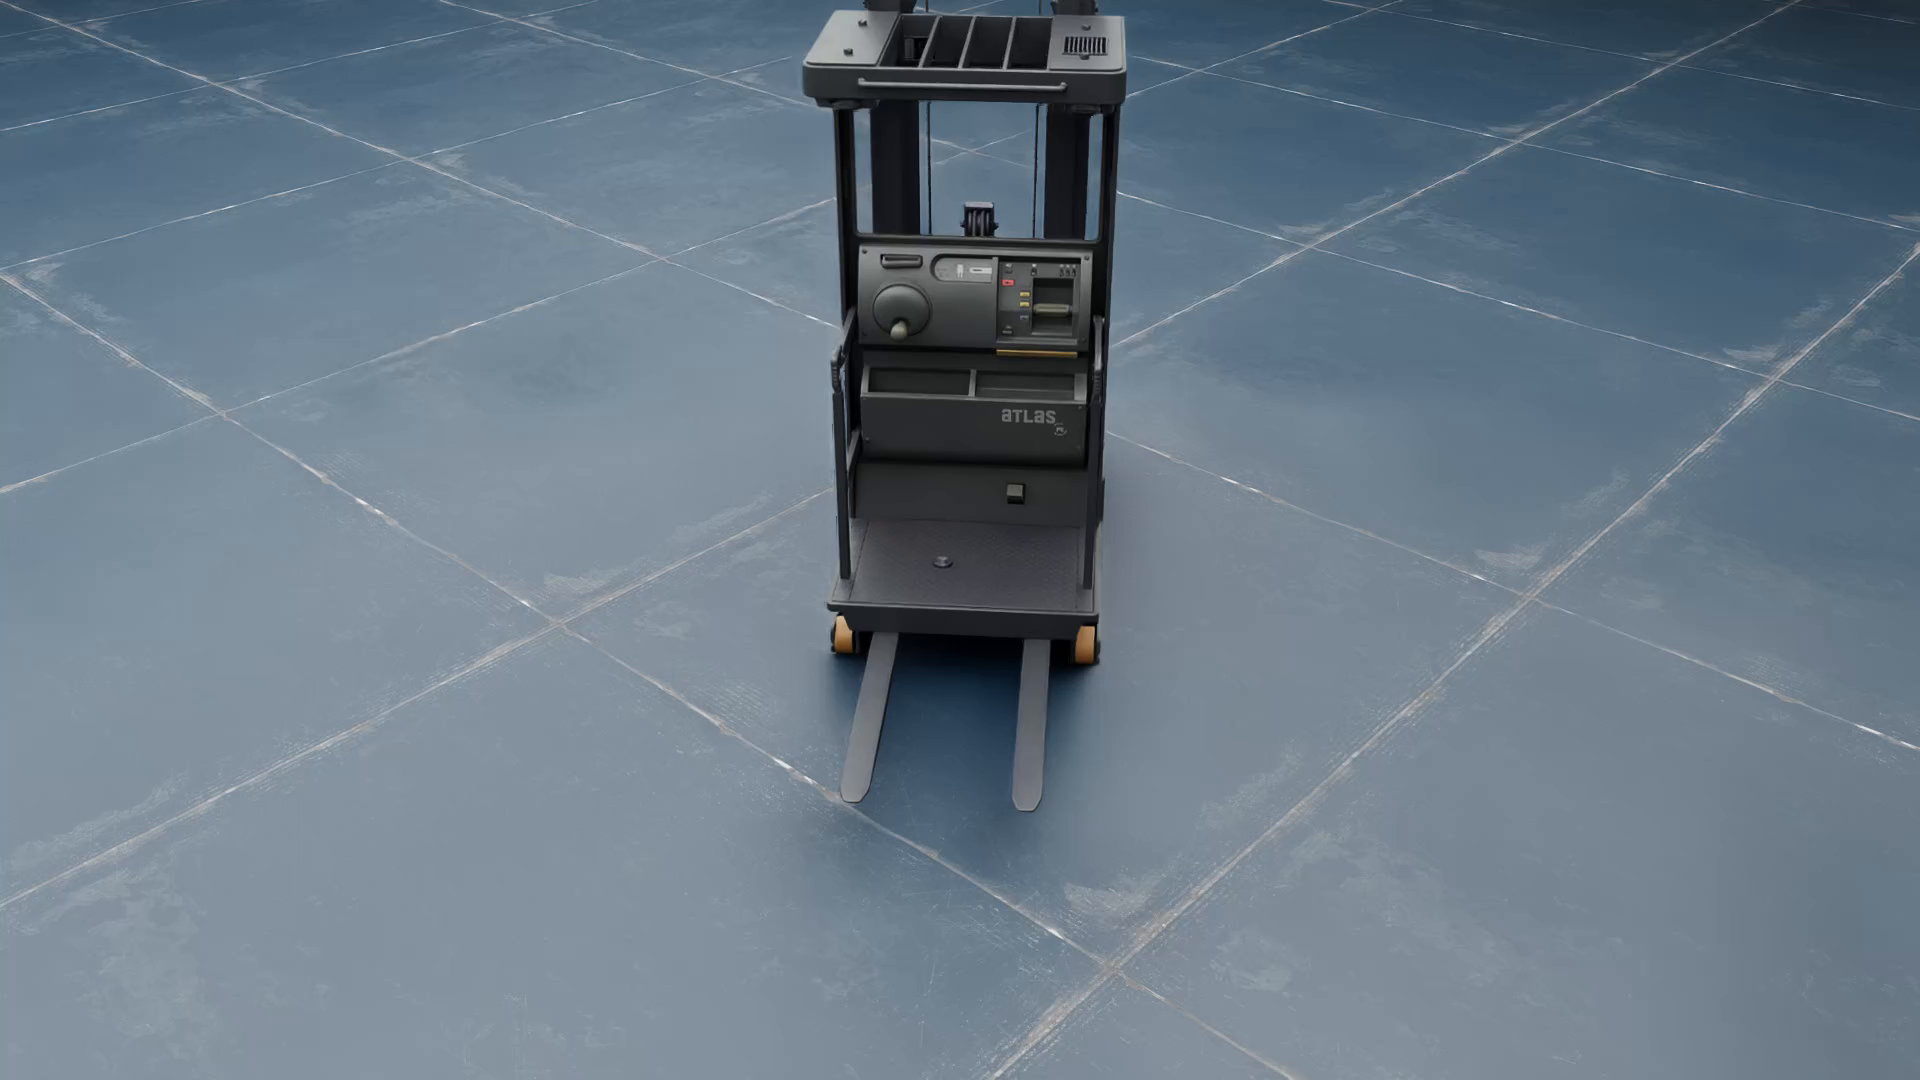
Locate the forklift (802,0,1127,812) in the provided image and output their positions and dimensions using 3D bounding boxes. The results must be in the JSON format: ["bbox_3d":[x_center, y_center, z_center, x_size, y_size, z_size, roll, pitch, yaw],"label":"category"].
[{"bbox_3d":[0.044,-0.918,6.433,1.130,2.935,3.031,2,31,4],"label":"forklift"}]
